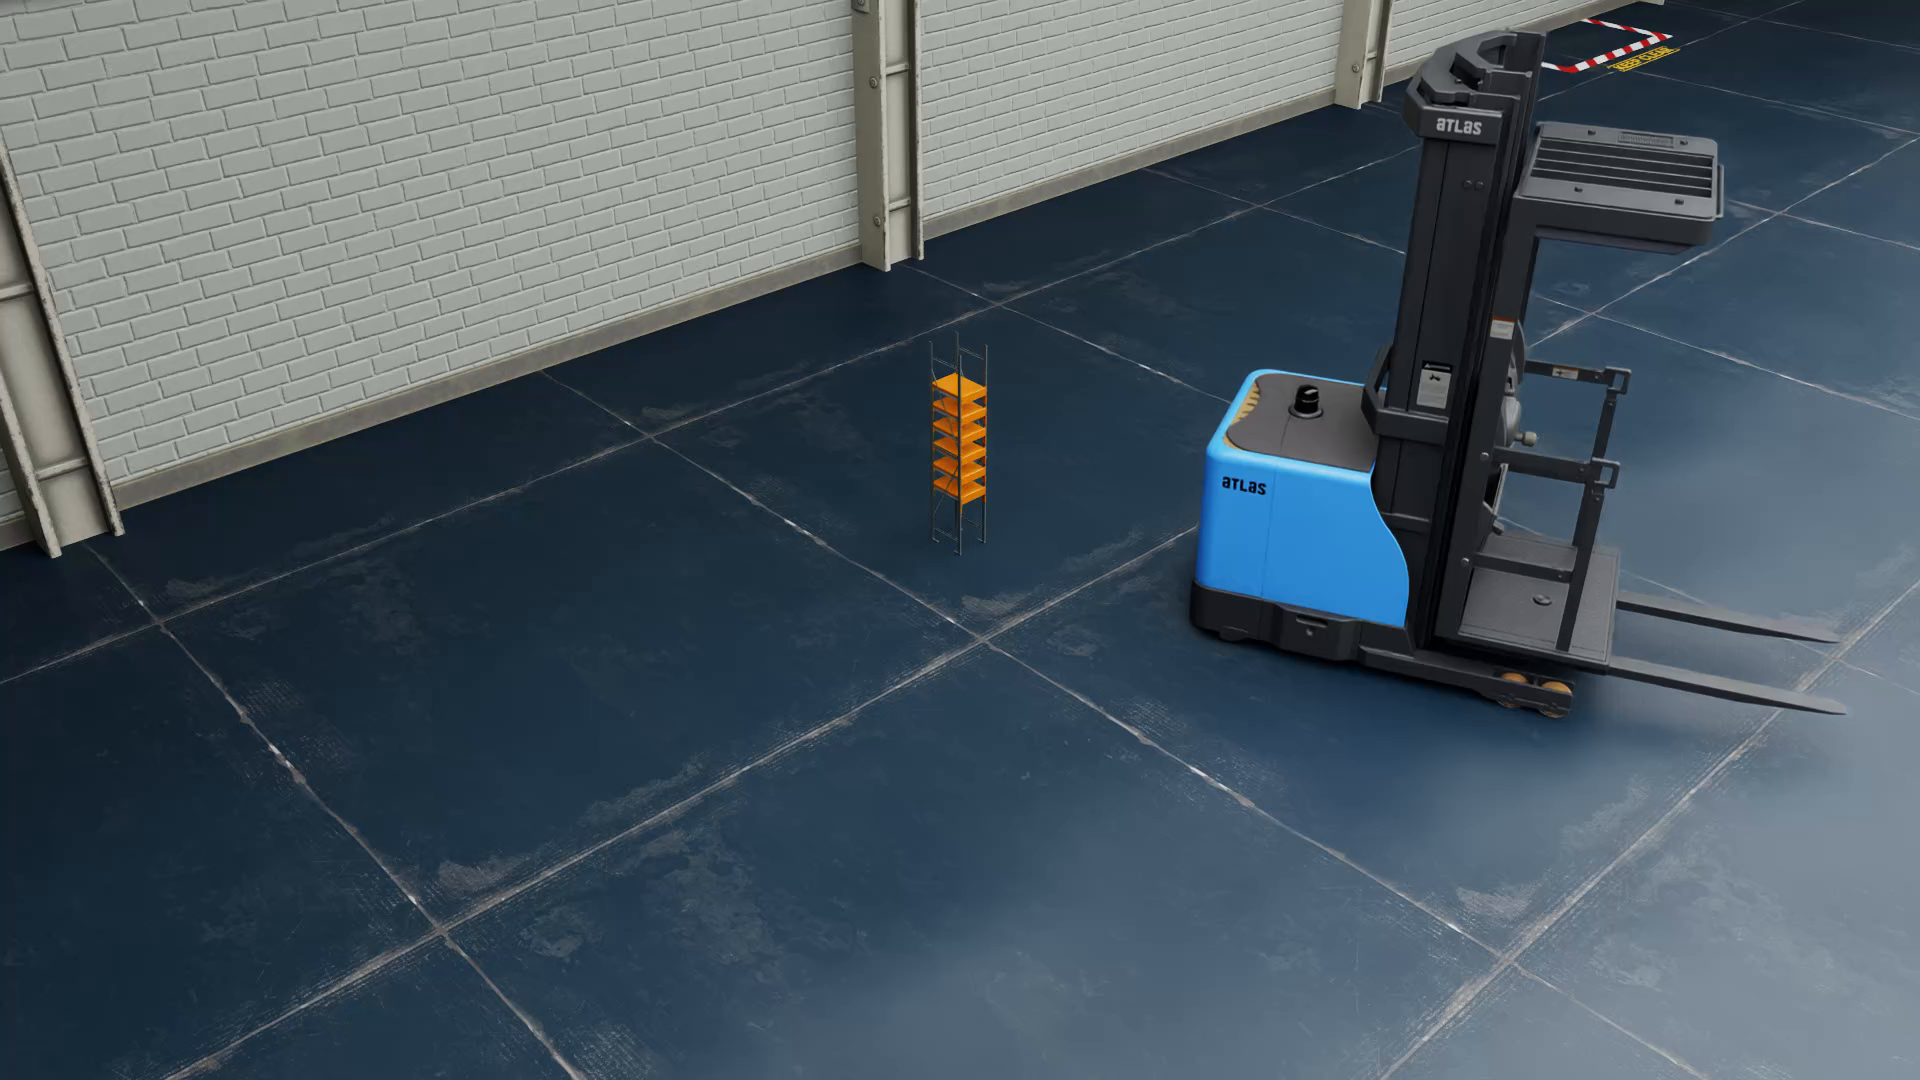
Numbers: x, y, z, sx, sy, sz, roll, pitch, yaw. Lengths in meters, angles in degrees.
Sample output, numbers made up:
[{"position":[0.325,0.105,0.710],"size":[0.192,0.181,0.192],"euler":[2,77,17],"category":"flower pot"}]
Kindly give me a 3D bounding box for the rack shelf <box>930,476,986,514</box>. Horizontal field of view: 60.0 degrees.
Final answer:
[{"position":[-0.011,-0.264,9.077],"size":[0.180,0.103,0.258],"euler":[-26,40,-35],"category":"rack shelf"}]

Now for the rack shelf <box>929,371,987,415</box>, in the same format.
[{"position":[-0.011,-0.776,8.764],"size":[0.180,0.103,0.258],"euler":[-26,40,-35],"category":"rack shelf"}]

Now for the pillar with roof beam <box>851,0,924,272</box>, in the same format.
[{"position":[2.403,-4.348,7.734],"size":[0.400,9.000,9.100],"euler":[-26,40,-35],"category":"pillar with roof beam"}]

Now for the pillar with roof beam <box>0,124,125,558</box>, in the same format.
[{"position":[-1.996,-2.220,4.254],"size":[0.400,9.000,9.100],"euler":[-26,40,-35],"category":"pillar with roof beam"}]

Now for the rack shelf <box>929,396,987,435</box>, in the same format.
[{"position":[-0.011,-0.674,8.827],"size":[0.180,0.103,0.258],"euler":[-26,40,-35],"category":"rack shelf"}]

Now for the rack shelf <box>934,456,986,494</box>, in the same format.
[{"position":[-0.011,-0.366,9.014],"size":[0.180,0.103,0.258],"euler":[-26,40,-35],"category":"rack shelf"}]

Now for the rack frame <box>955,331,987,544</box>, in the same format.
[{"position":[0.056,-0.539,8.982],"size":[0.006,1.200,0.240],"euler":[-26,40,-35],"category":"rack frame"}]

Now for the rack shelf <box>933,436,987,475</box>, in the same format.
[{"position":[-0.011,-0.469,8.952],"size":[0.180,0.103,0.258],"euler":[-26,40,-35],"category":"rack shelf"}]

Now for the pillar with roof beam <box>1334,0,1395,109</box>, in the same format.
[{"position":[6.803,-6.476,11.215],"size":[0.400,9.000,9.100],"euler":[-26,40,-35],"category":"pillar with roof beam"}]

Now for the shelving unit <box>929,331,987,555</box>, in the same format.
[{"position":[-0.011,-0.507,8.929],"size":[0.189,1.200,0.258],"euler":[-26,40,-35],"category":"shelving unit"}]

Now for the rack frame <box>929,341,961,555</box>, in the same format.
[{"position":[-0.078,-0.474,8.876],"size":[0.006,1.200,0.240],"euler":[-26,40,-35],"category":"rack frame"}]

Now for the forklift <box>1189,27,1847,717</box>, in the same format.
[{"position":[2.735,-0.726,7.628],"size":[3.031,2.935,1.130],"euler":[12,33,18],"category":"forklift"}]

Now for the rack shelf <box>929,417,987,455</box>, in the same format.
[{"position":[-0.011,-0.571,8.889],"size":[0.180,0.103,0.258],"euler":[-26,40,-35],"category":"rack shelf"}]
